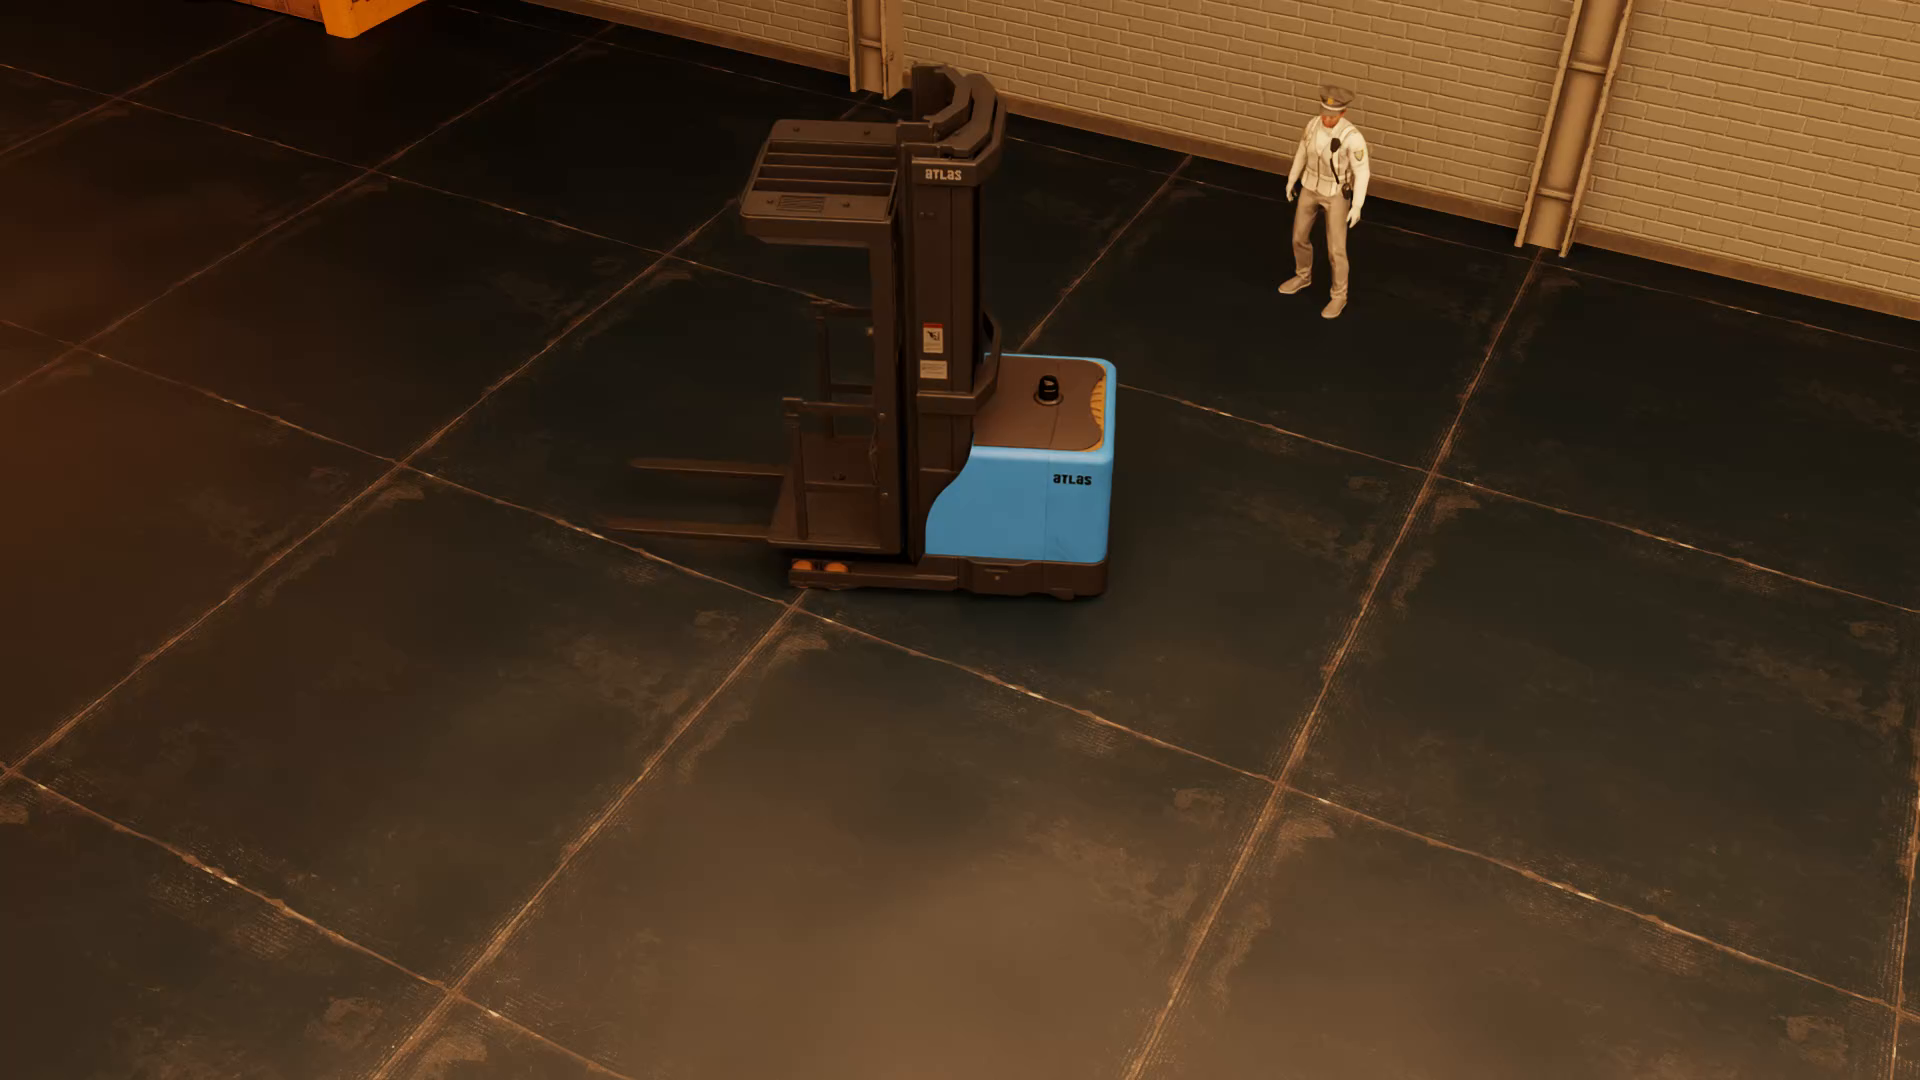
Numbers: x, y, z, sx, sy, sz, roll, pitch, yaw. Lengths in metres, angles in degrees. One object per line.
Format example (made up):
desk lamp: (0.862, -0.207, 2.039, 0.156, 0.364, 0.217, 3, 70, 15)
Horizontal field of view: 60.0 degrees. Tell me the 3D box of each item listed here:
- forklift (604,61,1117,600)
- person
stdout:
forklift: (-0.606, -1.157, 9.360, 3.031, 2.935, 1.130, 3, 40, 4)
person: (2.607, -2.461, 11.904, 0.657, 1.654, 0.388, 32, 49, 32)
